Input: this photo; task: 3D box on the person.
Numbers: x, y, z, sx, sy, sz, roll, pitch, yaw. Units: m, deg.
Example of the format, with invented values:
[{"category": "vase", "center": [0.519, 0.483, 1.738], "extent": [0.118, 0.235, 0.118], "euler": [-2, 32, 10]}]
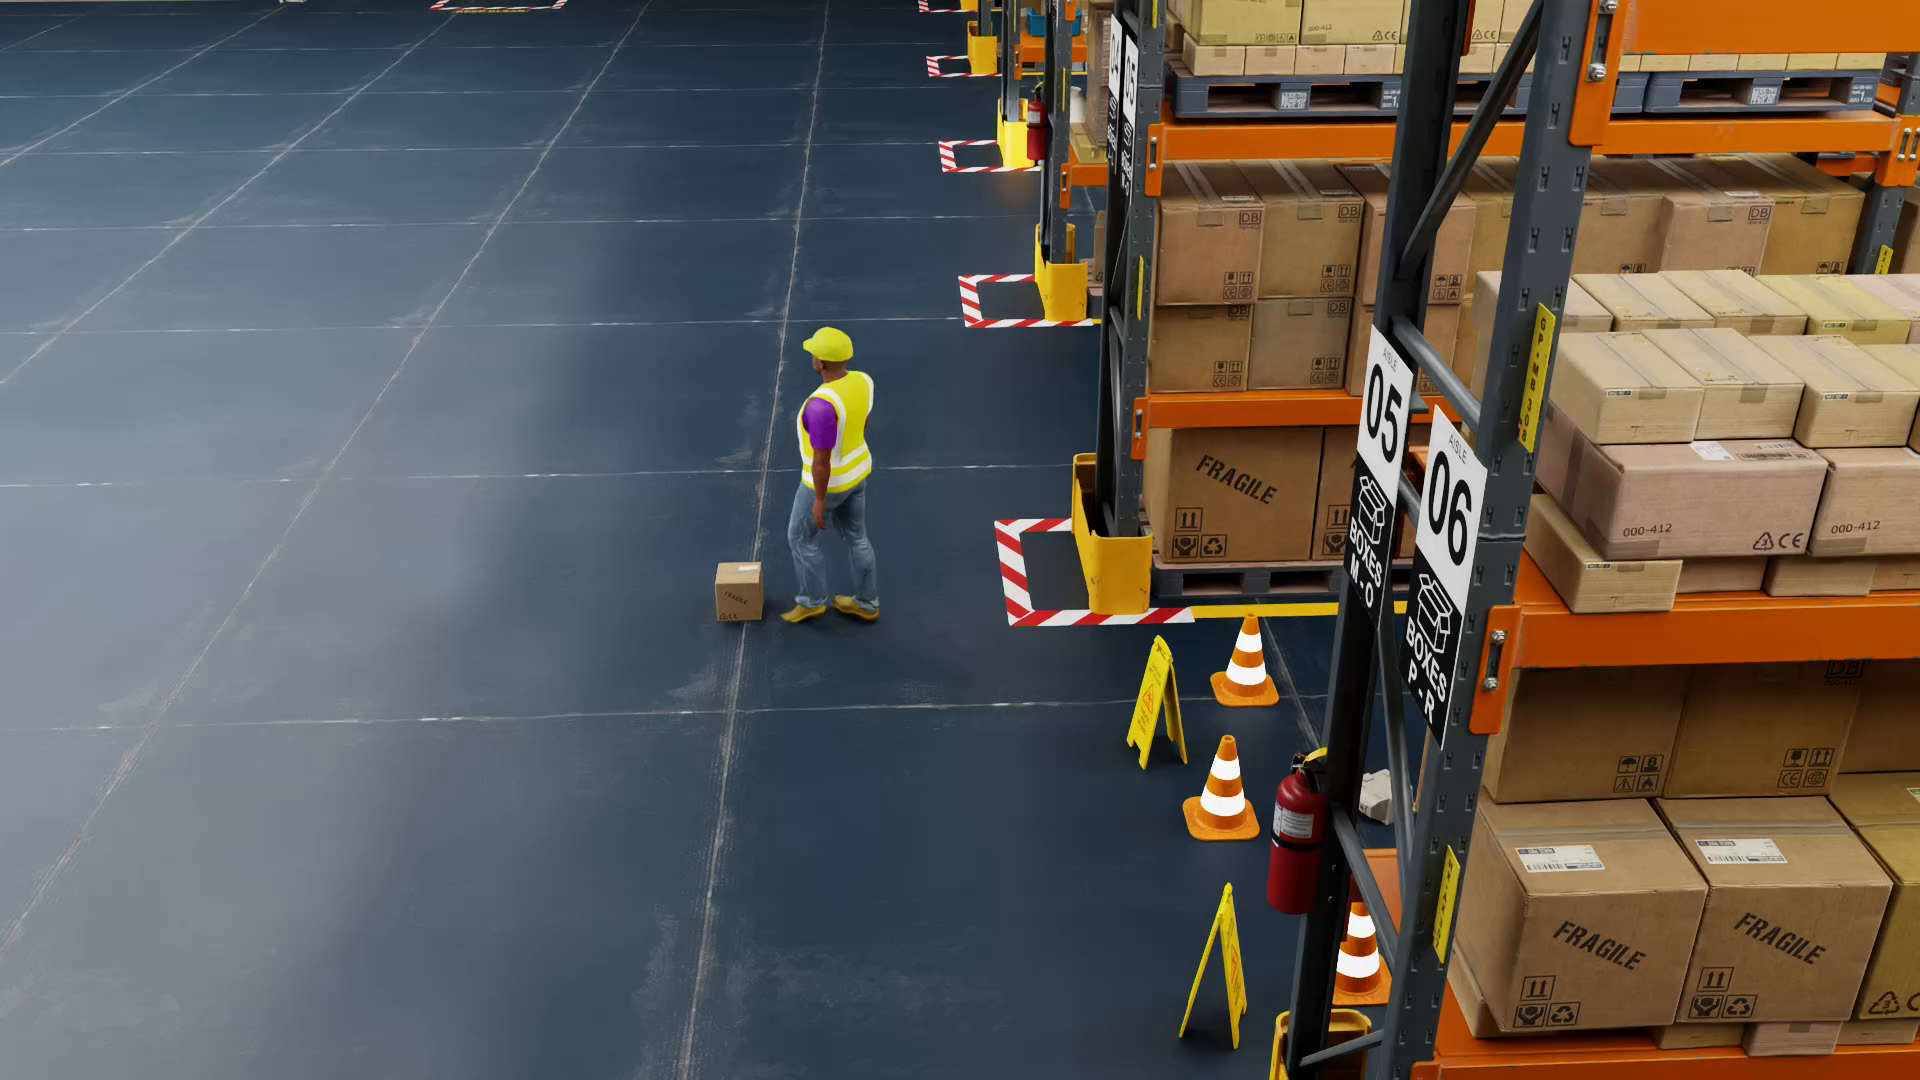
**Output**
[{"category": "person", "center": [-0.722, -0.333, 9.270], "extent": [0.563, 1.824, 0.588], "euler": [16, 32, 28]}]
